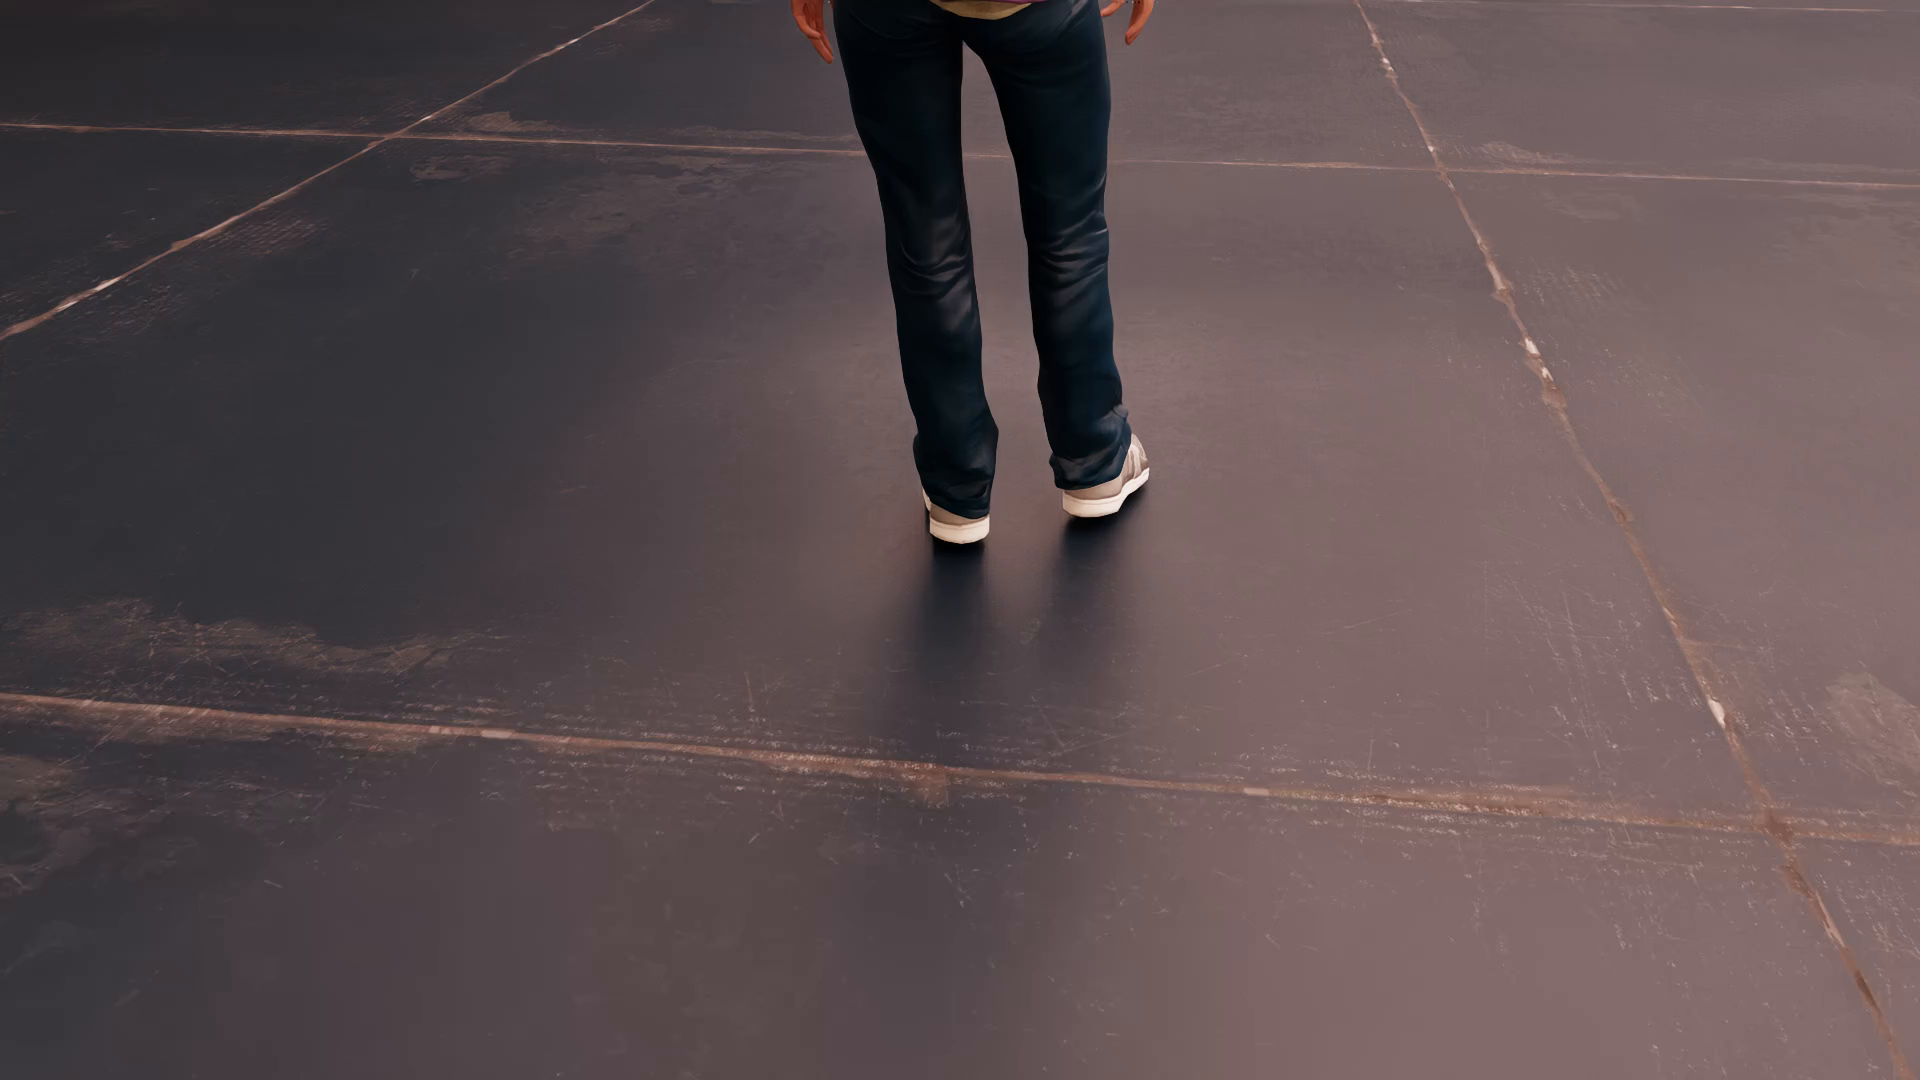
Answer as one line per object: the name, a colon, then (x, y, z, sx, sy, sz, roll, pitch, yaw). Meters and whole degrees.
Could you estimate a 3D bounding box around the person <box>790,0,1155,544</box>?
person: (0.024, -0.754, 2.205, 0.520, 1.599, 0.473, 3, 27, 7)
